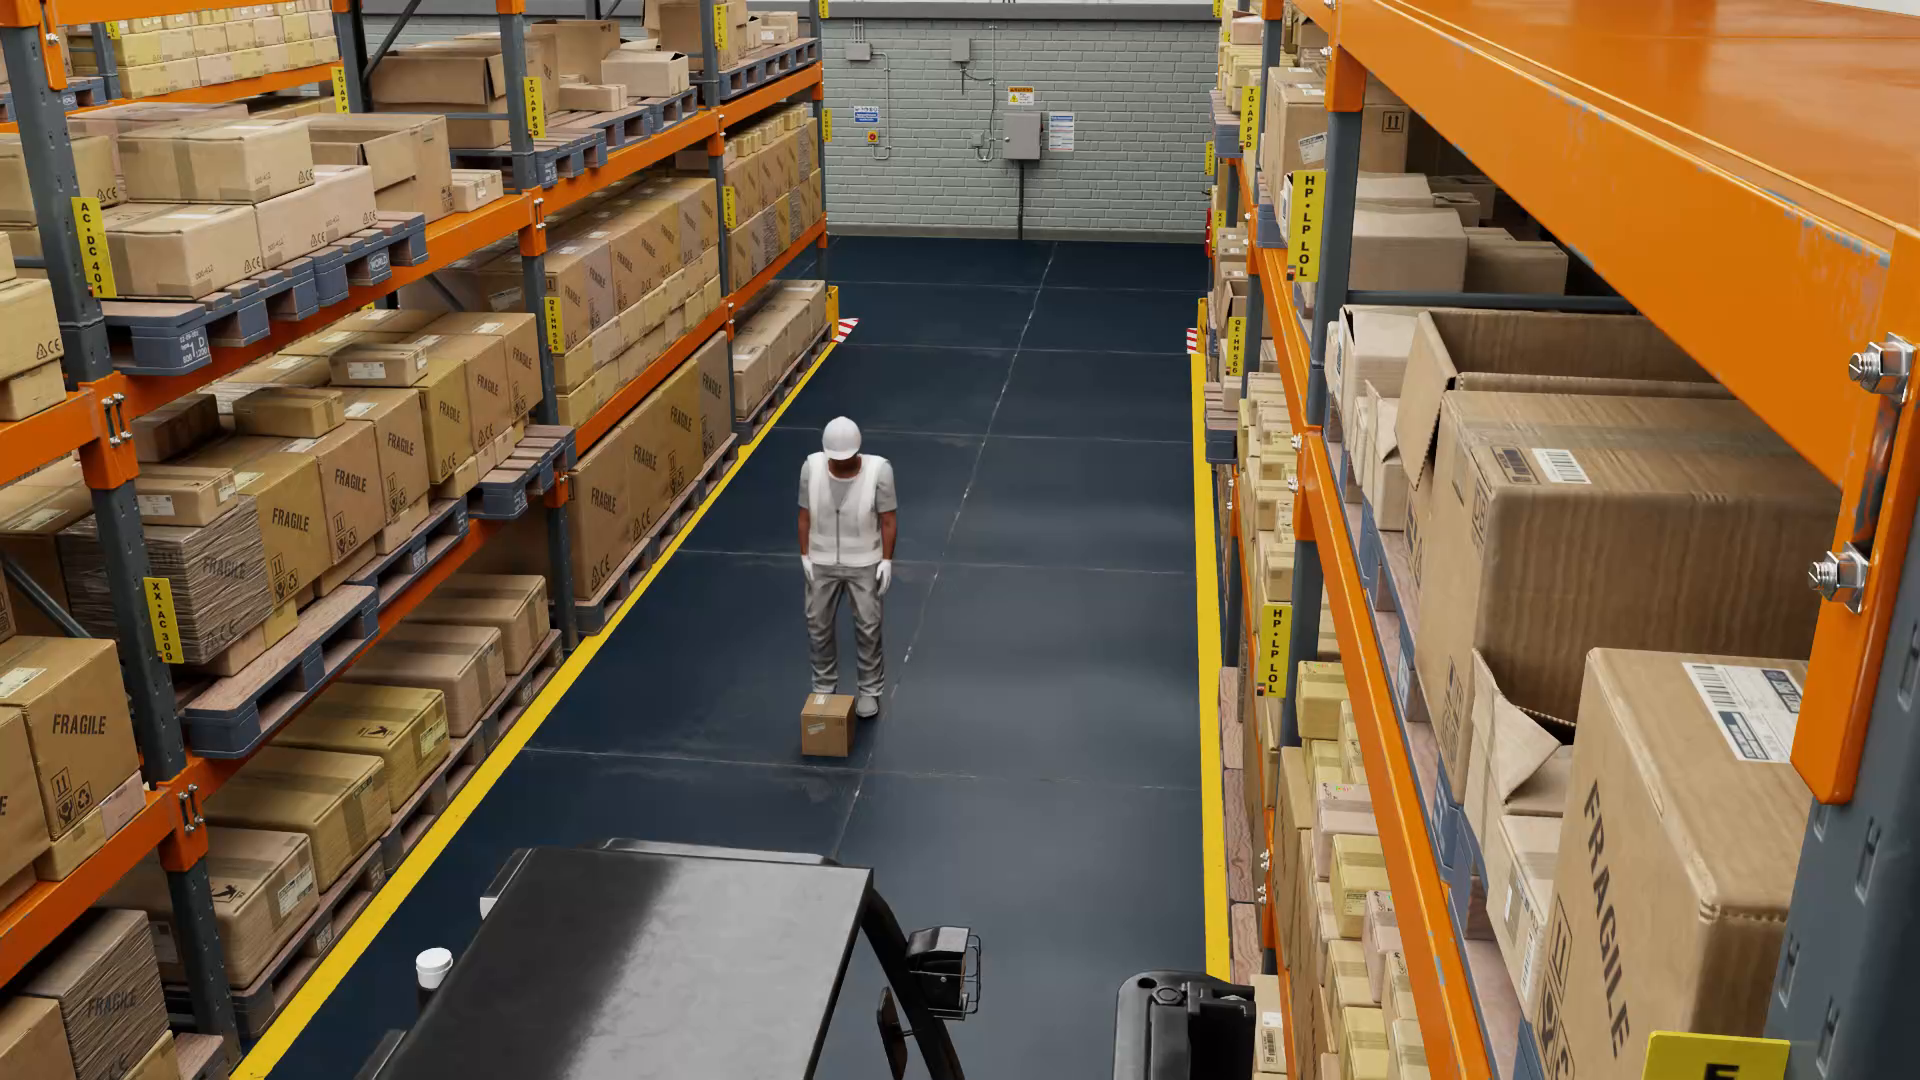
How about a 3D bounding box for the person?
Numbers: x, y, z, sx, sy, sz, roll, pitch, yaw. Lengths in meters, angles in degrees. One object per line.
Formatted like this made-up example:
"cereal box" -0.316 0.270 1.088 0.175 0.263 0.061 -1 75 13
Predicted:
"person" -0.625 0.139 9.235 0.560 1.755 0.414 3 21 8
